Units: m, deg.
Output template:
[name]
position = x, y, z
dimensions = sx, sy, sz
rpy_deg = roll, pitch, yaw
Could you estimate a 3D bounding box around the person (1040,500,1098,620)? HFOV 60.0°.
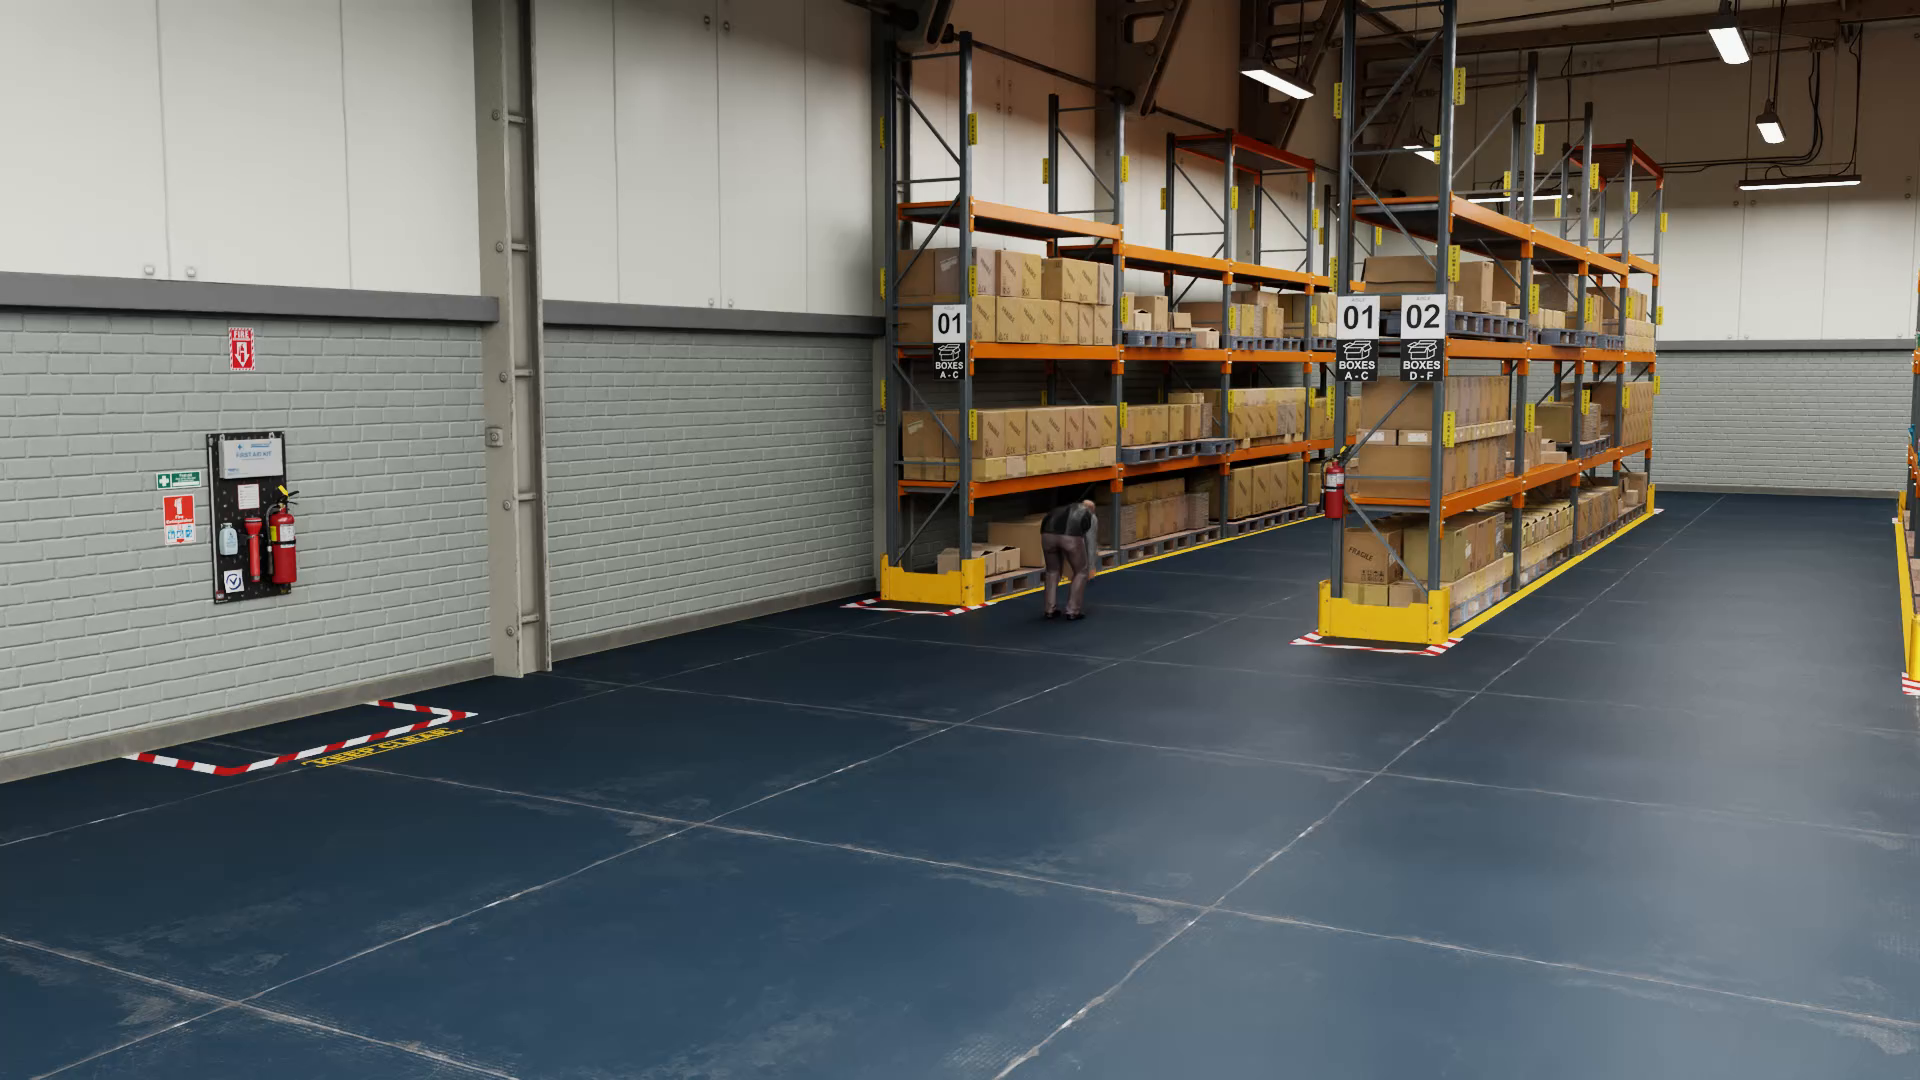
[person]
position = 1.156, 0.193, 17.073
dimensions = 0.464, 1.172, 0.948
rpy_deg = 3, 7, 27
